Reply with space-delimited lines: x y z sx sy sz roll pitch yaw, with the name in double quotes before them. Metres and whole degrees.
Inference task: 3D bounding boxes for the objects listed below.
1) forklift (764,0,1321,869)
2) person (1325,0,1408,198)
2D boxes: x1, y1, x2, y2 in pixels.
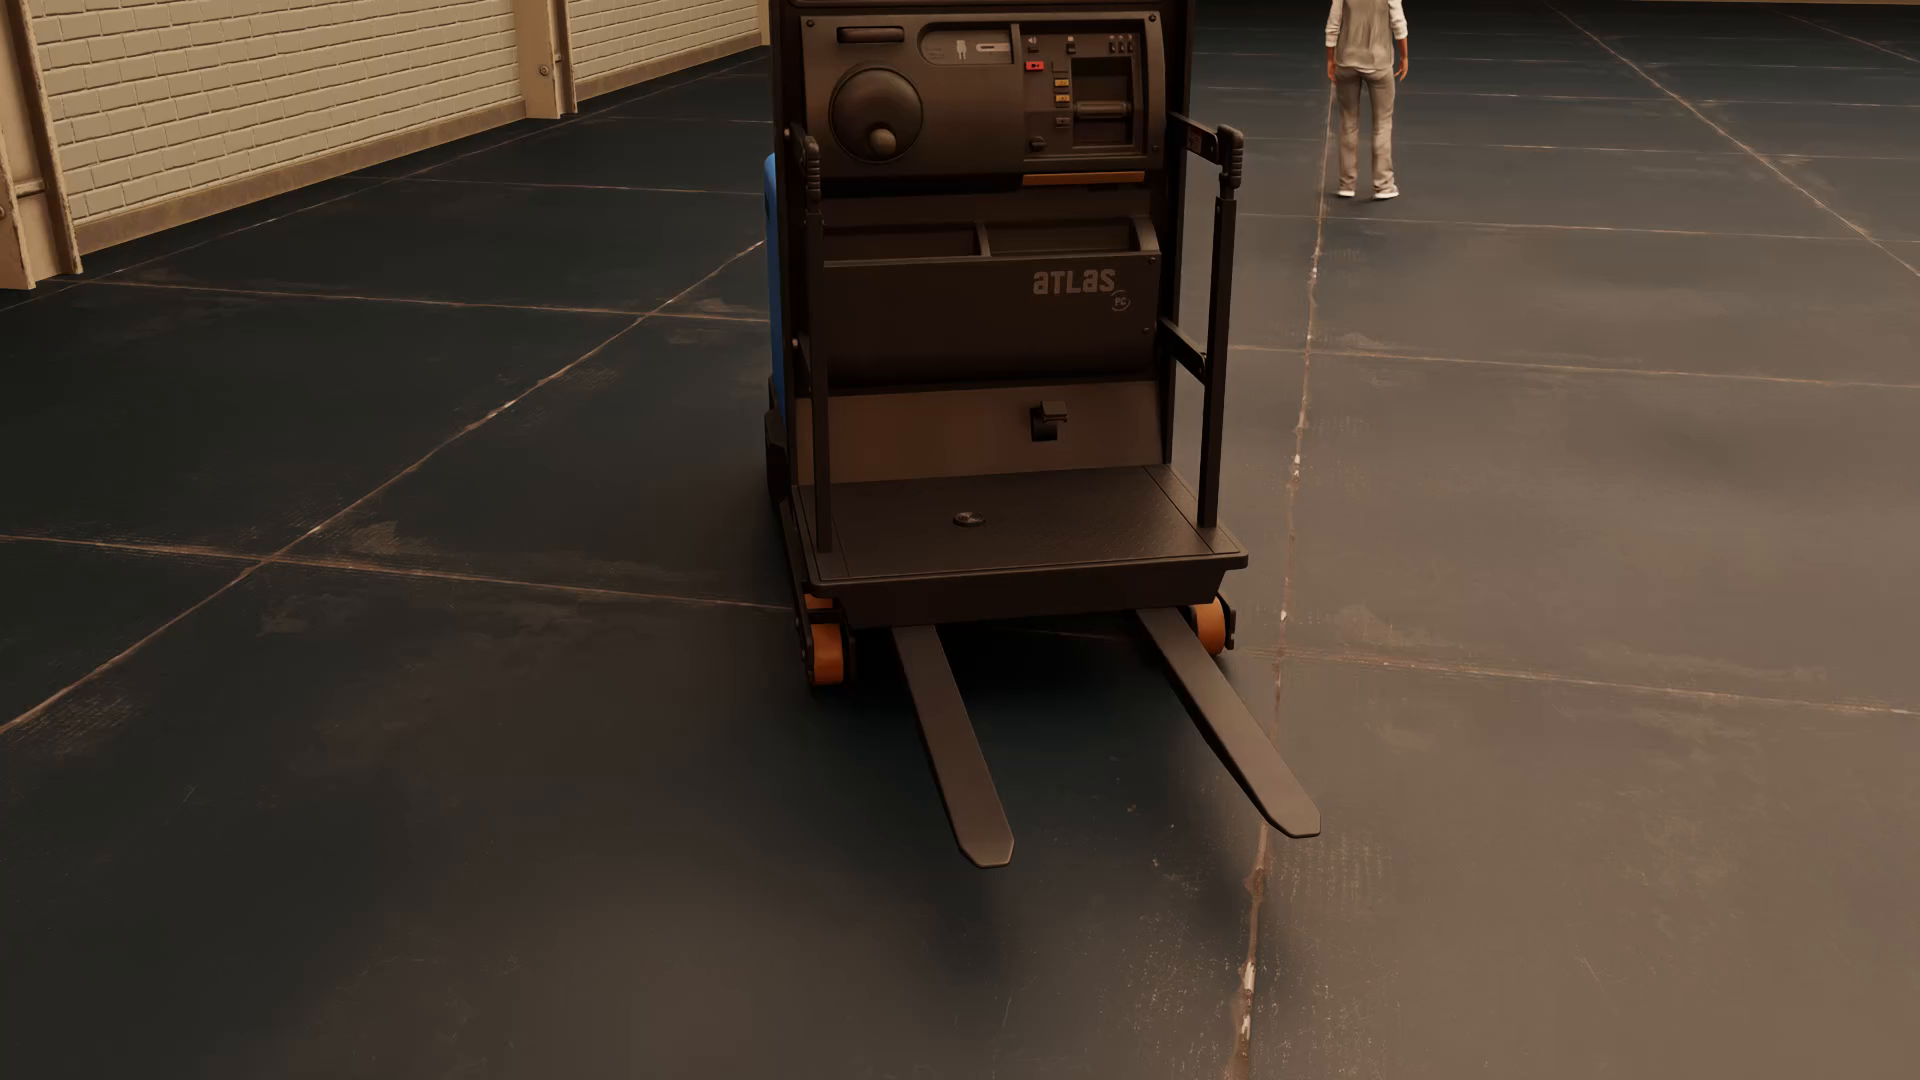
"forklift" 0.104 -1.131 4.040 1.130 2.935 3.031 -4 22 -9
"person" 2.477 -2.886 10.118 0.498 1.610 0.429 11 24 24
